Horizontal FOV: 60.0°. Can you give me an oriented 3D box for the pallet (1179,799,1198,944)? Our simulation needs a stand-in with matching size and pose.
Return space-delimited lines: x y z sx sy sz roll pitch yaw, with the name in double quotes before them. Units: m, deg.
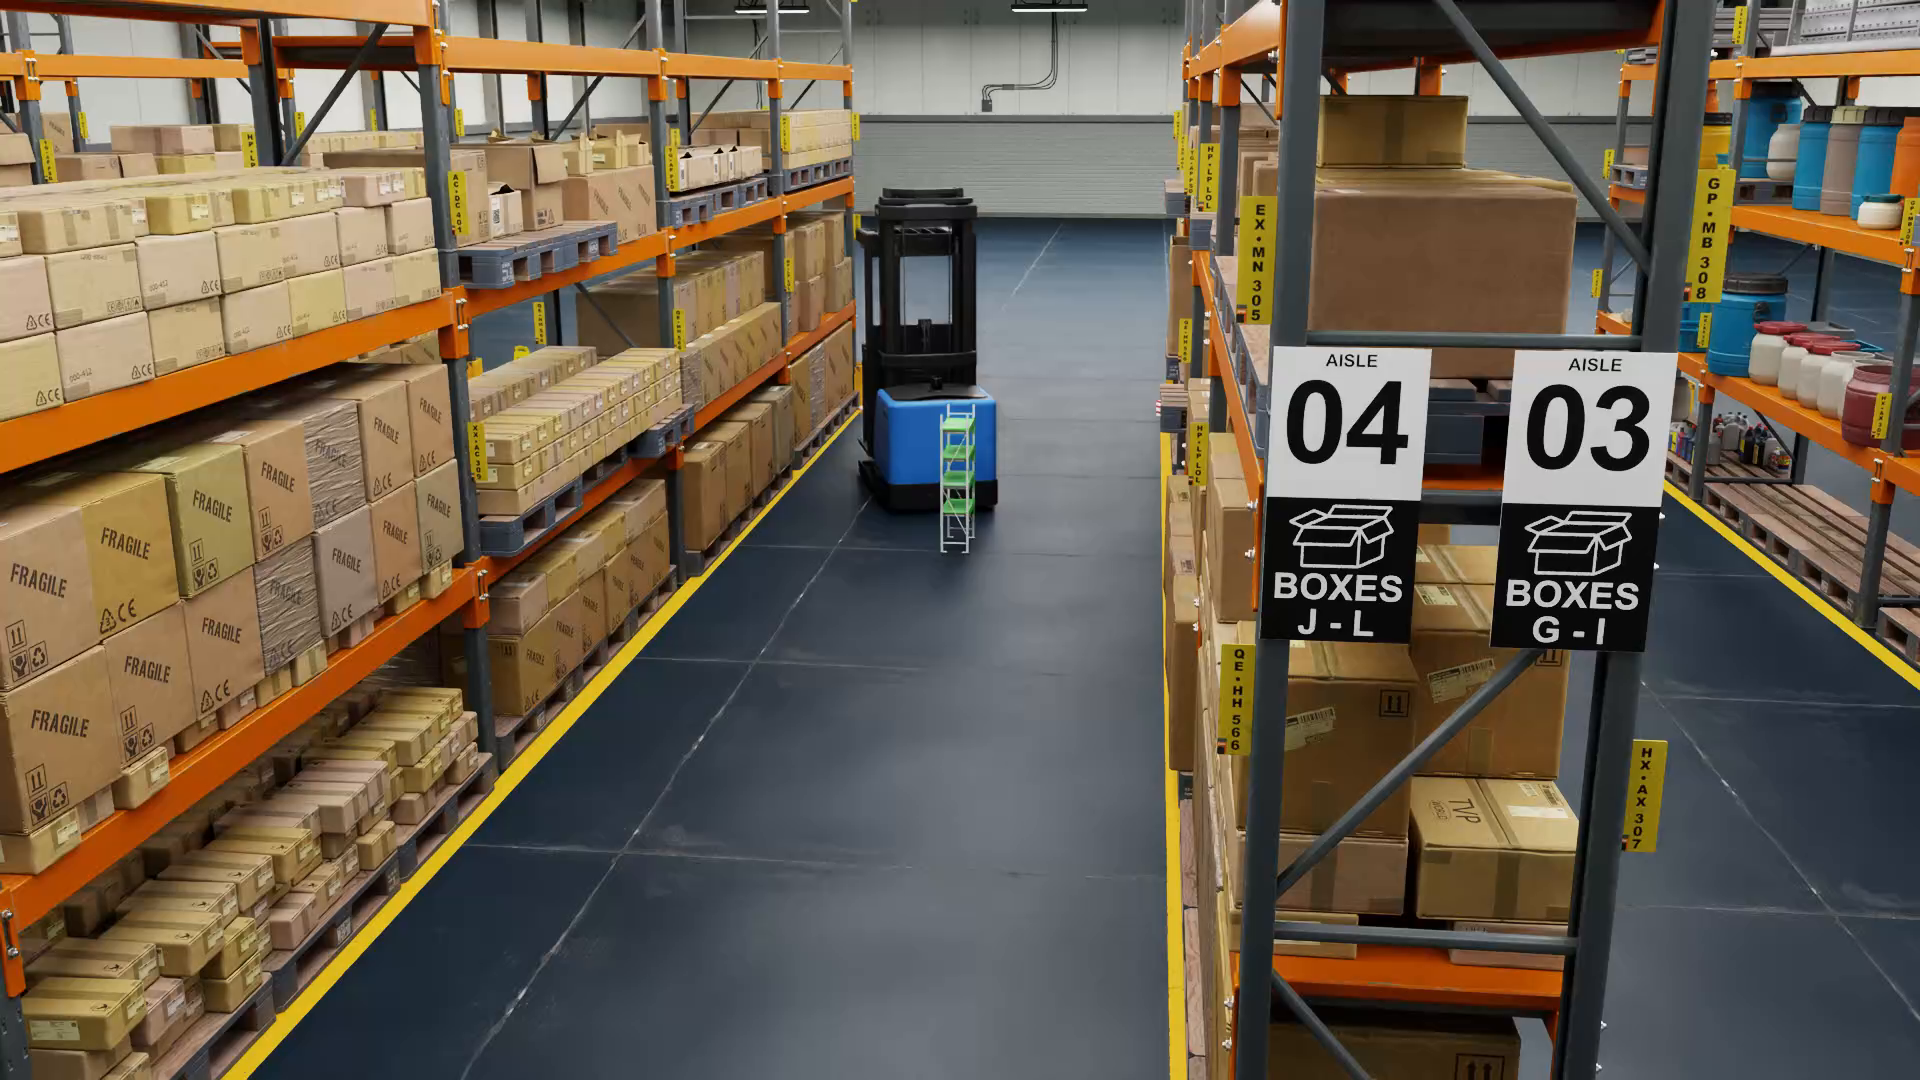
"pallet" 1.594 1.640 8.194 1.003 0.211 1.213 2 15 6

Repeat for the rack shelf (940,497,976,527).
"rack shelf" -0.019 -0.243 14.426 0.258 0.148 0.480 2 15 6

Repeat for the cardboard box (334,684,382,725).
"cardboard box" -3.404 0.896 9.120 0.380 0.149 0.250 2 15 9

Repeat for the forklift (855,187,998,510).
"forklift" -0.431 -2.033 16.564 1.130 2.935 3.031 -3 15 -11

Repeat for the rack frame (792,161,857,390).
"rack frame" -1.806 -3.186 20.698 1.000 3.000 0.127 2 15 6

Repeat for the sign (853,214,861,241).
"sign" -1.268 -3.840 20.443 0.100 0.325 0.005 2 15 6

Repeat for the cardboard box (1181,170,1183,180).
"cardboard box" 2.688 -4.010 18.285 0.500 0.250 0.500 2 15 6

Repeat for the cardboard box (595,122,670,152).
"cardboard box" -2.790 -3.317 14.250 0.500 0.500 0.500 2 15 6

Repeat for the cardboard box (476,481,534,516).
"cardboard box" -2.658 -0.244 9.494 0.380 0.149 0.250 1 15 4

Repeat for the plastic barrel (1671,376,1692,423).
"plastic barrel" 7.978 -1.567 18.671 0.421 0.512 0.421 0 15 0

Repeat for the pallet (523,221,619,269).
"pallet" -2.870 -1.857 10.397 1.213 0.211 1.003 2 15 6

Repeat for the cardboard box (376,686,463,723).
"cardboard box" -2.941 0.913 9.058 0.380 0.149 0.250 2 15 8

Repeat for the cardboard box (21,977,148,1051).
"cardboard box" -3.214 1.724 6.056 0.380 0.149 0.250 1 15 4

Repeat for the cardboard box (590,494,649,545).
"cardboard box" -2.571 -0.153 12.028 0.500 0.250 0.500 2 15 7

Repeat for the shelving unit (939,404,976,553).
"shelving unit" -0.019 -0.536 14.347 0.258 1.200 0.503 2 15 6

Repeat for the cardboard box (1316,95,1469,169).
"cardboard box" 1.544 -1.497 6.080 0.500 0.250 0.500 1 15 4

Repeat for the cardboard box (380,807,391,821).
"cardboard box" -3.094 1.412 8.352 0.380 0.149 0.250 1 15 5

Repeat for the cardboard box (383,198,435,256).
"cardboard box" -2.959 -1.563 8.280 0.500 0.250 0.500 1 15 4

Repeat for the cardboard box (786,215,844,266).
"cardboard box" -1.856 -3.539 19.648 0.875 0.550 0.550 2 15 6

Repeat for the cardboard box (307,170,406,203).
"cardboard box" -2.943 -1.725 8.114 0.380 0.149 0.250 2 15 8

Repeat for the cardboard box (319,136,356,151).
"cardboard box" -6.732 -4.256 17.861 0.380 0.149 0.250 2 15 6

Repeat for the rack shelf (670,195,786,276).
"rack shelf" -2.483 -2.731 14.645 1.077 0.370 4.000 2 15 6

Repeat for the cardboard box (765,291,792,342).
"cardboard box" -2.227 -2.317 17.197 0.875 0.550 0.550 2 15 6

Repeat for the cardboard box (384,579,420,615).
"cardboard box" -2.970 0.266 8.412 0.380 0.149 0.250 2 15 8

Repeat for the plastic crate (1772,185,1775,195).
"plastic crate" 8.030 -3.577 16.804 0.336 0.188 0.450 2 15 6

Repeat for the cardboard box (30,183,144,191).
"cardboard box" -3.646 -1.407 6.938 0.380 0.149 0.250 1 15 5

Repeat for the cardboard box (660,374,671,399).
"cardboard box" -2.340 -1.125 12.184 0.380 0.149 0.250 2 15 8

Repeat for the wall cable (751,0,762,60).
"wall cable" -4.922 -15.558 51.233 3.097 2.526 0.112 2 15 6

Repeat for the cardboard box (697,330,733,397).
"cardboard box" -2.277 -1.531 14.384 0.500 0.500 0.500 2 15 6

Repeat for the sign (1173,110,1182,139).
"sign" 2.572 -4.900 19.614 0.100 0.325 0.005 2 15 6

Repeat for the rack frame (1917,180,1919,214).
"rack frame" 7.130 -3.689 11.065 1.000 3.000 0.127 2 15 6

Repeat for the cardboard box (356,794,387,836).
"cardboard box" -3.045 1.317 8.133 0.380 0.149 0.250 2 15 8

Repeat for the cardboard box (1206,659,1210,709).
"cardboard box" 1.248 0.623 7.093 0.380 0.149 0.250 2 15 7

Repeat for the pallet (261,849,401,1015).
"pallet" -3.335 1.765 7.730 1.003 0.211 1.213 2 15 6

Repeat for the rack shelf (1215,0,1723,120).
"rack shelf" 1.532 -1.738 5.995 1.077 0.370 4.000 2 15 6

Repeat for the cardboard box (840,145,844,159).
"cardboard box" -1.564 -4.536 19.427 0.380 0.149 0.250 2 15 7

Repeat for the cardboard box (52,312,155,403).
"cardboard box" -3.243 -0.657 5.887 0.500 0.250 0.500 2 15 8

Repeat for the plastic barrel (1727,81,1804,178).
"plastic barrel" 7.800 -3.978 16.116 0.600 0.901 0.708 2 15 6

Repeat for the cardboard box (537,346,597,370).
"cardboard box" -2.953 -1.364 12.499 0.380 0.149 0.250 2 15 6

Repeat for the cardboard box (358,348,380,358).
"cardboard box" -6.722 -2.128 18.568 0.380 0.149 0.250 2 15 8

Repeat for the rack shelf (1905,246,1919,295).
"rack shelf" 6.904 -1.375 9.632 1.077 0.370 4.000 2 15 6

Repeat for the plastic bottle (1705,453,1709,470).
"plastic bottle" 7.313 -0.795 16.374 0.097 0.201 0.097 0 15 0

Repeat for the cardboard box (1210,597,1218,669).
"cardboard box" 1.330 0.405 7.135 0.500 0.250 0.500 2 15 8

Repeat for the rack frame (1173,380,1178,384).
"rack frame" 3.111 -3.014 20.061 1.000 3.000 0.127 2 15 6

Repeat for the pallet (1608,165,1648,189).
"pallet" 7.842 -4.013 18.371 1.003 0.211 1.213 2 15 6

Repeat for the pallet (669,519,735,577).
"pallet" -2.544 0.033 14.137 1.003 0.211 1.213 2 15 6

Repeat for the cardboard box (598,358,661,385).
"cardboard box" -2.368 -1.206 11.913 0.380 0.149 0.250 2 15 8

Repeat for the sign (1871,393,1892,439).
"sign" 6.583 -0.886 11.880 0.100 0.325 0.005 2 15 6

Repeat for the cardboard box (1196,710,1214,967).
"cardboard box" 1.502 1.324 7.286 0.875 0.875 0.875 2 15 6

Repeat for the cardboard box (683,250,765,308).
"cardboard box" -2.307 -2.551 16.241 0.700 0.500 0.500 1 15 5

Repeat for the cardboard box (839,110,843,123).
"cardboard box" -1.565 -4.920 19.322 0.380 0.149 0.250 2 15 7

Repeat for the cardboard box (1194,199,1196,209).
"cardboard box" 2.019 -2.445 12.498 0.500 0.250 0.500 2 15 6

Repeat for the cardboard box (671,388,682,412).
"cardboard box" -2.307 -1.051 12.479 0.380 0.149 0.250 2 15 7

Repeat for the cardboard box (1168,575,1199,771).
"cardboard box" 1.810 0.755 9.389 1.225 0.875 0.875 2 15 6

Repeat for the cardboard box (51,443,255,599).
"cardboard box" -3.165 -0.085 6.552 0.500 0.500 0.500 1 15 5
